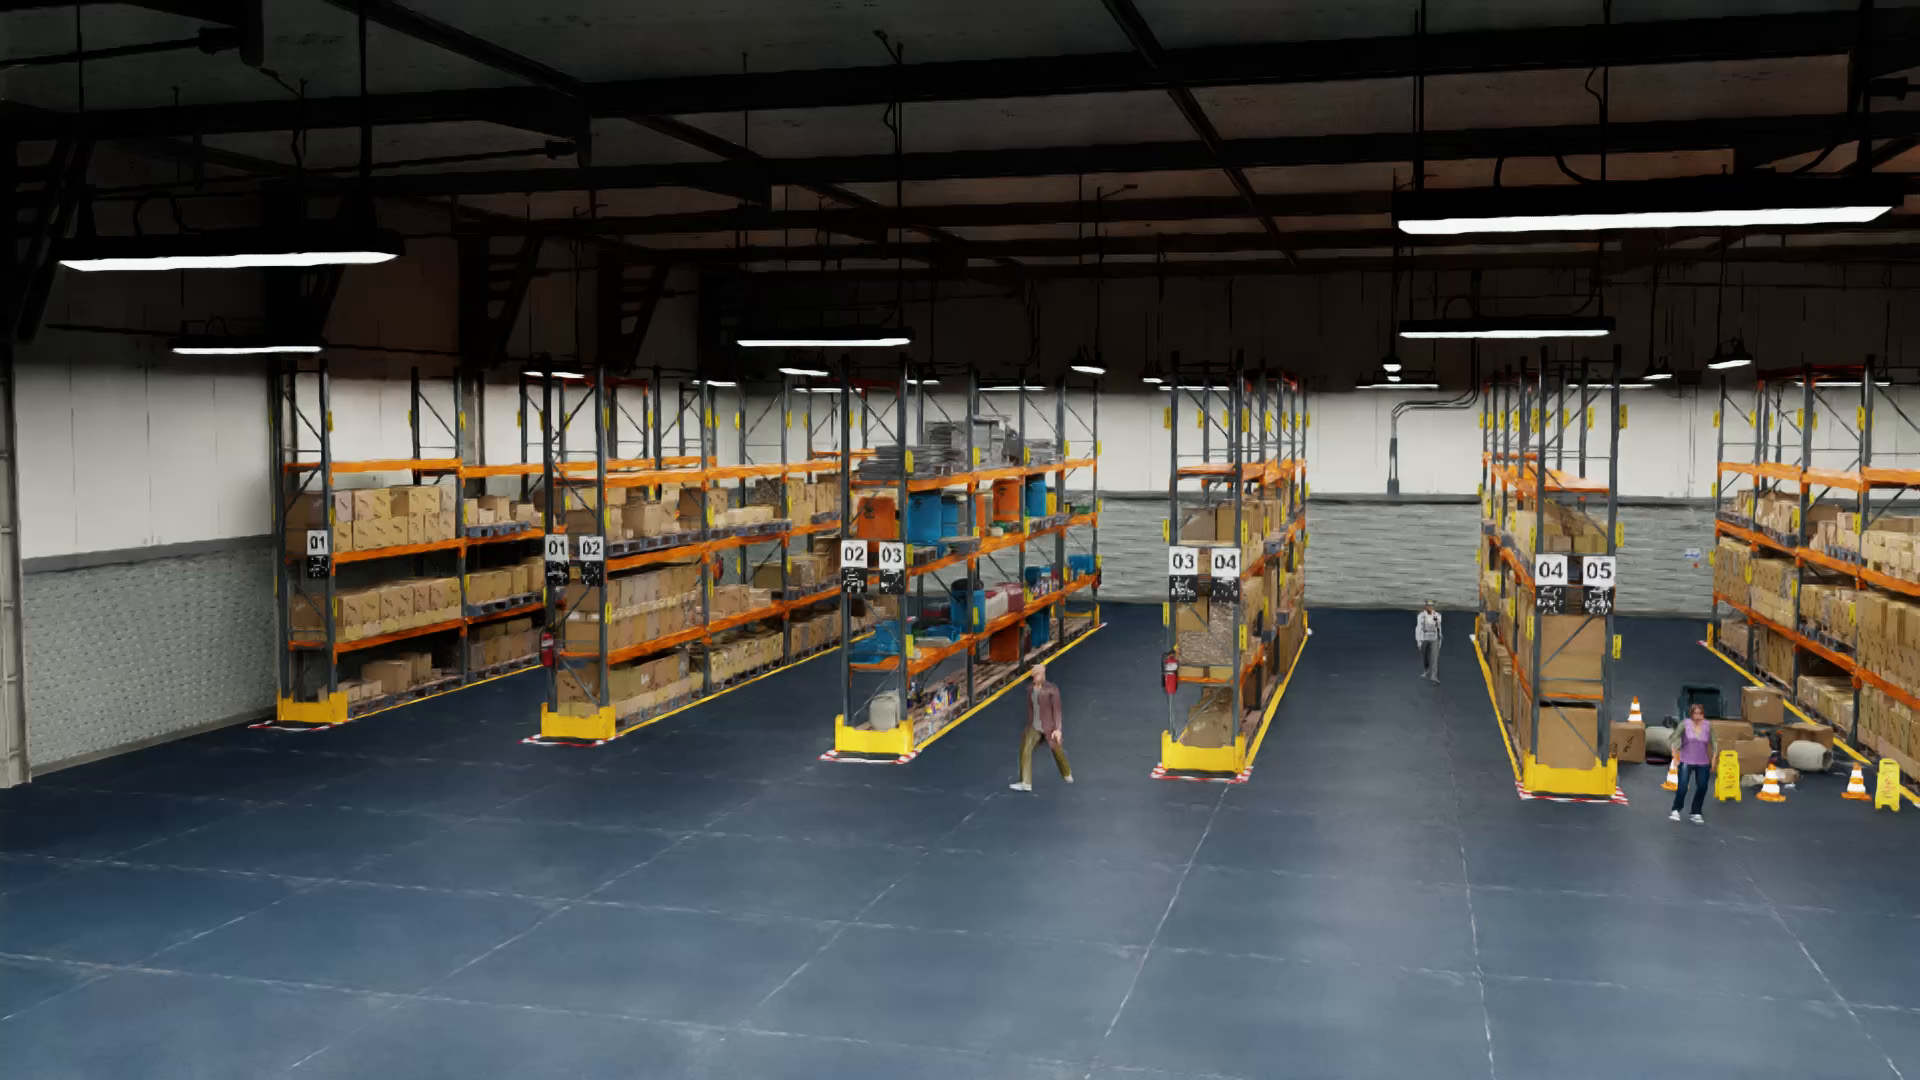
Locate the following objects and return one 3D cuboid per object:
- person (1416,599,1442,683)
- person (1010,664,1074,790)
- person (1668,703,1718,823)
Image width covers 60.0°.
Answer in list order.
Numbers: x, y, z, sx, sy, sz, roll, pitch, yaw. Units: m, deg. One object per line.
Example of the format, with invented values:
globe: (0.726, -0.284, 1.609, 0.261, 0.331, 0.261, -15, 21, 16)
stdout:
person: (8.979, 1.899, 31.852, 0.495, 1.589, 1.086, 1, 4, 17)
person: (1.141, 2.522, 22.572, 0.634, 1.723, 1.039, 3, 5, 35)
person: (9.084, 2.764, 20.624, 0.566, 1.526, 0.517, 1, 4, 12)
